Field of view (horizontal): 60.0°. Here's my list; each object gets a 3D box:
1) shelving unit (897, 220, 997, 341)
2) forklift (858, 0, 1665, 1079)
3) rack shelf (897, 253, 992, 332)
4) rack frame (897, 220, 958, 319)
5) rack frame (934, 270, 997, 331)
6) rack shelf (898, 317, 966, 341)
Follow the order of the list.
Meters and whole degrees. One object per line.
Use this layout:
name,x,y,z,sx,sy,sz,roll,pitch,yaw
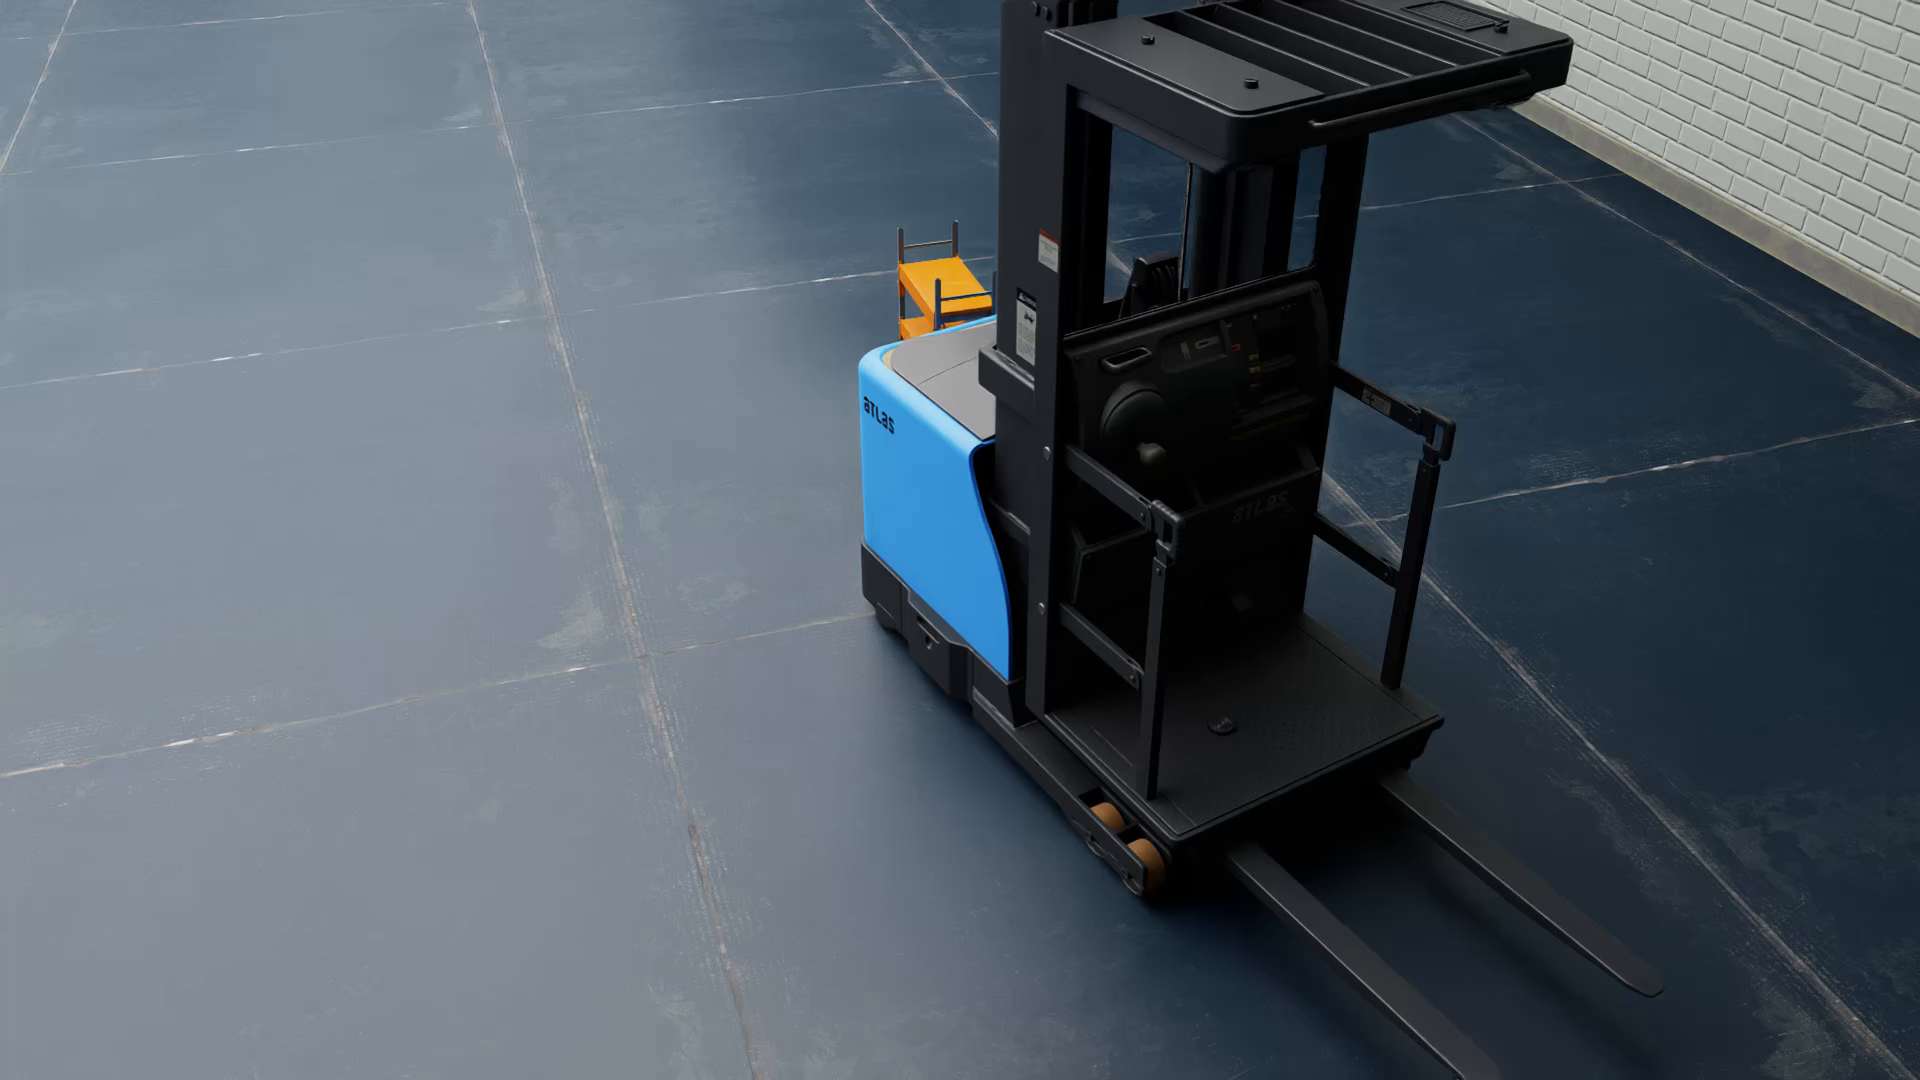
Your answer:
shelving unit,-0.050,-0.587,6.551,0.258,1.200,0.503,-10,35,-15
forklift,0.832,-0.434,4.748,1.130,2.935,3.031,-19,38,-26
rack shelf,-0.050,-0.915,6.334,0.258,0.148,0.480,-10,35,-15
rack frame,-0.125,-0.716,6.745,0.240,1.200,0.015,-10,35,-15
rack frame,0.024,-0.459,6.357,0.240,1.200,0.015,-10,35,-15
rack shelf,-0.050,-0.718,6.465,0.258,0.148,0.480,-10,35,-15
